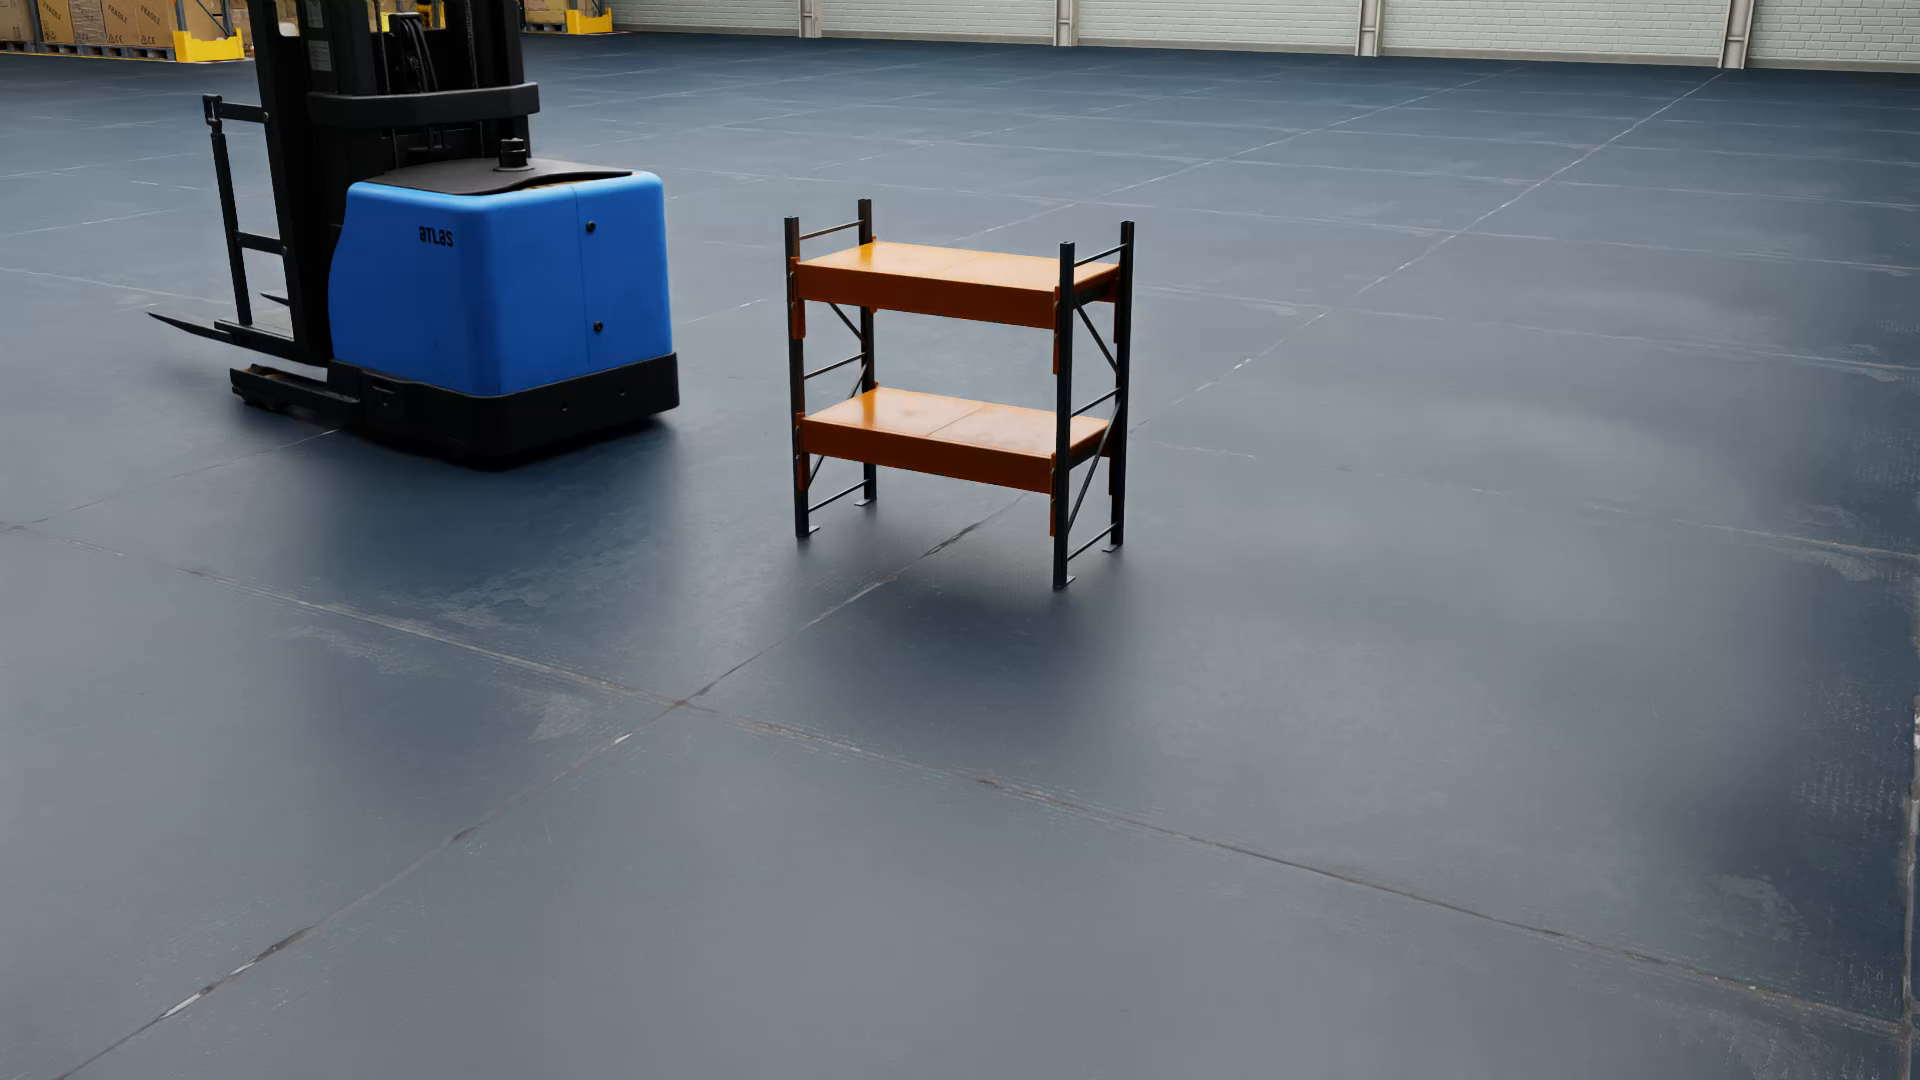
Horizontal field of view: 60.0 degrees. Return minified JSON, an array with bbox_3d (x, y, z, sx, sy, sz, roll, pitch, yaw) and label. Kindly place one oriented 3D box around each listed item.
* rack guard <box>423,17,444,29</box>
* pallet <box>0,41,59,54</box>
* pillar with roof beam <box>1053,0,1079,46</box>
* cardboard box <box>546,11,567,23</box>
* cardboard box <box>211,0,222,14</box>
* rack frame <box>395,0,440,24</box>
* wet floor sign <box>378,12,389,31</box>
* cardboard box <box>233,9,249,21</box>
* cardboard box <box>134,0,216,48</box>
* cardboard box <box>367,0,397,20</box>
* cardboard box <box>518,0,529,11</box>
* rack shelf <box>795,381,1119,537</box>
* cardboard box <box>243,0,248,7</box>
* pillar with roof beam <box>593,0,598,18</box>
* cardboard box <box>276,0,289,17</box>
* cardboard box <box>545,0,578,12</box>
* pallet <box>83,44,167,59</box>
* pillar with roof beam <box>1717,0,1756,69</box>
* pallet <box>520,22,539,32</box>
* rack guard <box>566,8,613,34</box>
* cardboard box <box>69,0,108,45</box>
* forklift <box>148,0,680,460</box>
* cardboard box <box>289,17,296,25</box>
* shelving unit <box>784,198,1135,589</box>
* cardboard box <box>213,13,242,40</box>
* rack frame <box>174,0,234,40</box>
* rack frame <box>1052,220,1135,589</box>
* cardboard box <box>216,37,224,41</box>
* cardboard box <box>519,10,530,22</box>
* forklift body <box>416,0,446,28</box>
[{"bbox_3d":[-10.722,-10.056,32.854,0.348,0.500,1.175,11,23,27],"label":"rack guard"},{"bbox_3d":[-17.184,-9.188,30.885,1.213,0.211,1.003,11,23,27],"label":"pallet"},{"bbox_3d":[-0.030,-12.624,27.469,0.400,9.000,9.100,11,23,27],"label":"pillar with roof beam"},{"bbox_3d":[-8.802,-11.585,36.821,0.500,0.250,0.500,11,23,28],"label":"cardboard box"},{"bbox_3d":[-14.990,-10.529,33.049,0.500,0.500,0.500,11,23,27],"label":"cardboard box"},{"bbox_3d":[-10.656,-11.218,32.393,0.127,3.000,1.000,11,23,27],"label":"rack frame"},{"bbox_3d":[-11.012,-9.761,31.829,0.267,0.644,0.232,-16,26,-38],"label":"wet floor sign"},{"bbox_3d":[-14.607,-10.932,34.841,0.625,0.372,0.950,11,23,28],"label":"cardboard box"},{"bbox_3d":[-13.606,-9.020,28.831,0.875,0.875,0.875,11,23,28],"label":"cardboard box"},{"bbox_3d":[-11.482,-10.531,32.815,0.500,0.500,0.500,11,23,28],"label":"cardboard box"},{"bbox_3d":[-9.709,-11.991,37.205,0.500,0.250,0.500,10,22,26],"label":"cardboard box"},{"bbox_3d":[-0.006,-0.300,5.760,1.000,0.278,0.538,11,23,27],"label":"rack shelf"},{"bbox_3d":[-17.499,-13.397,41.449,0.500,0.500,0.500,10,22,26],"label":"cardboard box"},{"bbox_3d":[-10.506,-14.619,32.971,0.400,9.000,9.100,11,23,27],"label":"pillar with roof beam"},{"bbox_3d":[-13.764,-10.962,34.004,0.500,0.500,0.500,12,23,30],"label":"cardboard box"},{"bbox_3d":[-8.816,-11.824,36.747,0.500,0.250,0.500,10,22,27],"label":"cardboard box"},{"bbox_3d":[-14.779,-8.730,29.622,1.213,0.211,1.003,11,23,27],"label":"pallet"},{"bbox_3d":[10.446,-10.628,21.968,0.400,9.000,9.100,11,23,27],"label":"pillar with roof beam"},{"bbox_3d":[-9.987,-11.704,37.820,1.213,0.211,1.003,11,23,27],"label":"pallet"},{"bbox_3d":[-8.217,-11.518,36.883,0.348,0.500,1.175,11,23,27],"label":"rack guard"},{"bbox_3d":[-15.170,-9.317,29.652,0.875,0.875,0.875,11,23,28],"label":"cardboard box"},{"bbox_3d":[-2.699,-2.086,7.318,3.031,2.935,1.130,15,25,36],"label":"forklift"},{"bbox_3d":[-13.293,-10.524,33.896,0.500,0.250,0.500,12,23,30],"label":"cardboard box"},{"bbox_3d":[-0.006,-0.530,5.676,1.048,1.125,0.538,11,23,27],"label":"shelving unit"},{"bbox_3d":[-14.244,-9.800,31.945,0.503,0.637,0.797,11,23,27],"label":"cardboard box"},{"bbox_3d":[-12.981,-9.728,28.284,0.127,3.000,1.000,11,23,27],"label":"rack frame"},{"bbox_3d":[0.438,-0.445,5.443,0.032,1.125,0.500,11,23,27],"label":"rack frame"},{"bbox_3d":[-14.075,-9.370,31.307,0.258,0.266,0.396,16,25,36],"label":"cardboard box"},{"bbox_3d":[-9.664,-11.757,37.294,0.500,0.250,0.500,11,23,28],"label":"cardboard box"},{"bbox_3d":[-10.783,-12.070,35.985,1.214,2.155,2.313,11,23,27],"label":"forklift body"}]
